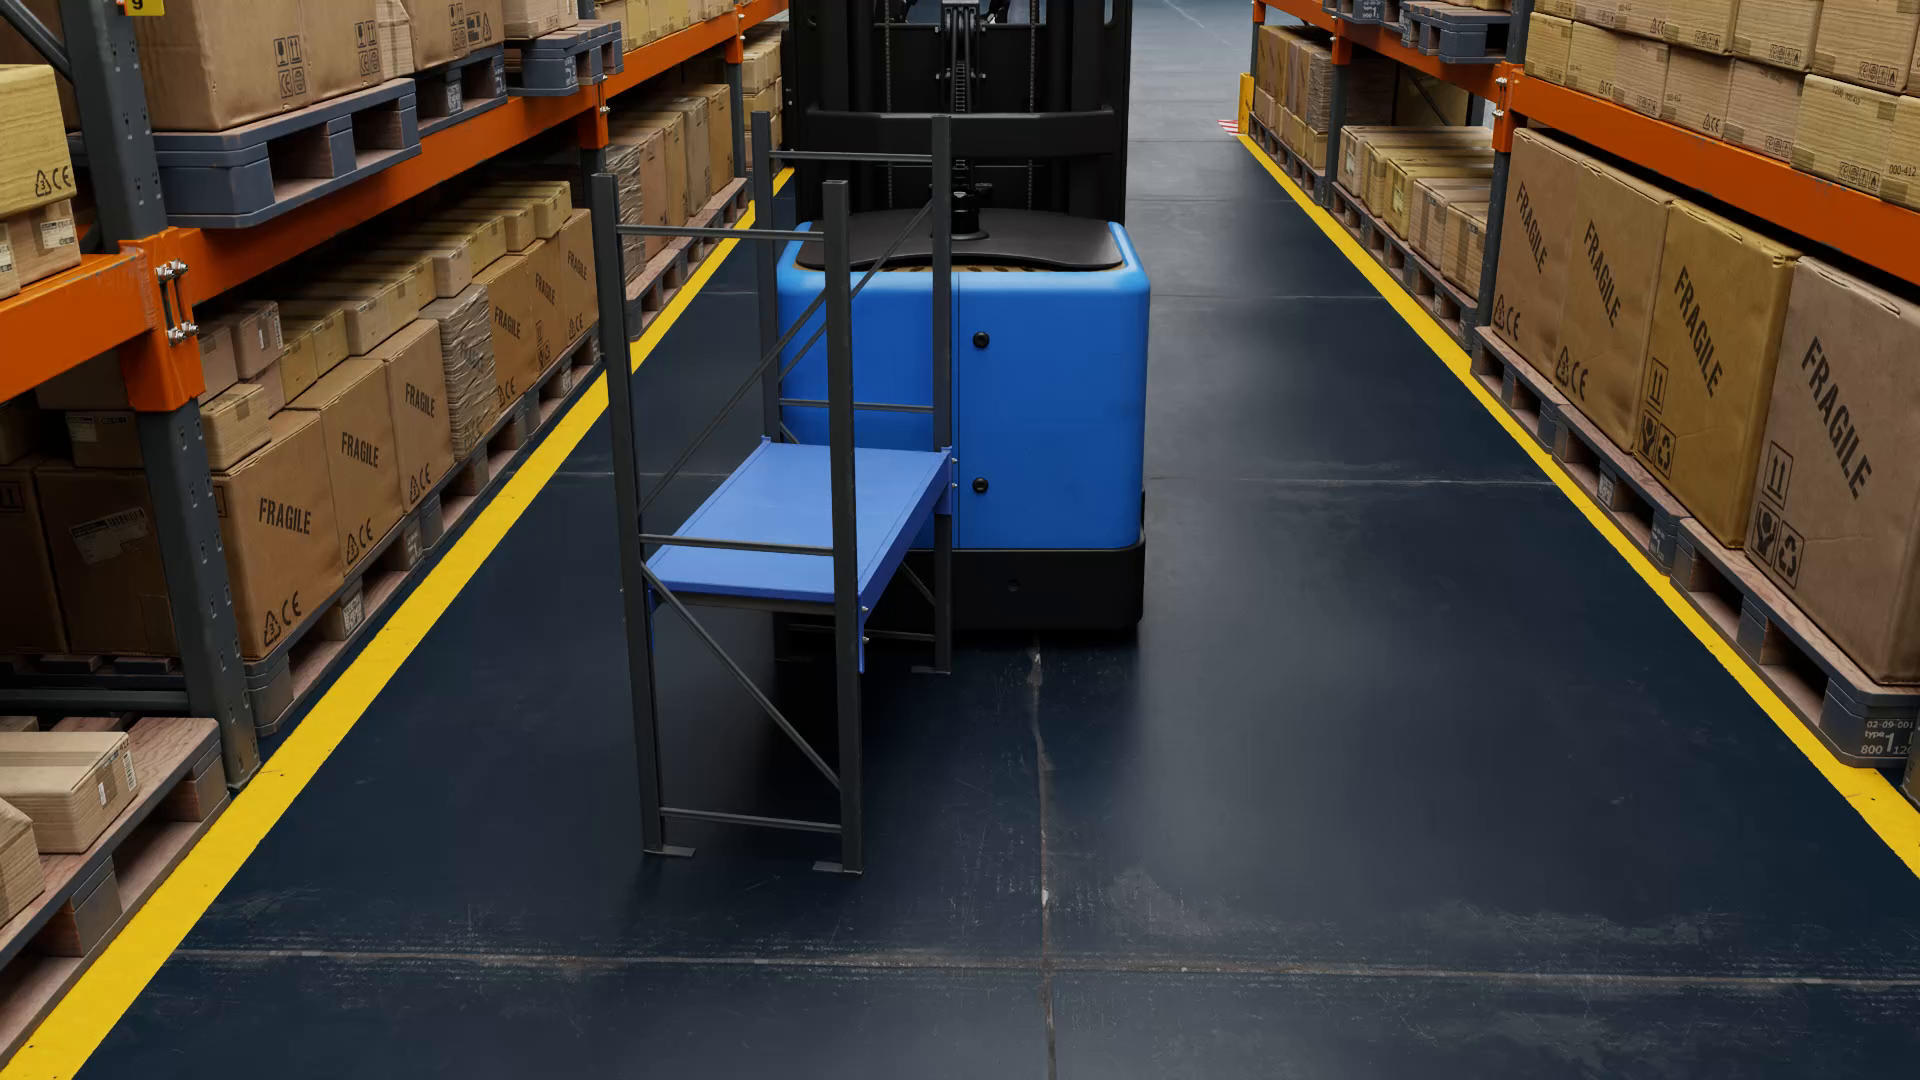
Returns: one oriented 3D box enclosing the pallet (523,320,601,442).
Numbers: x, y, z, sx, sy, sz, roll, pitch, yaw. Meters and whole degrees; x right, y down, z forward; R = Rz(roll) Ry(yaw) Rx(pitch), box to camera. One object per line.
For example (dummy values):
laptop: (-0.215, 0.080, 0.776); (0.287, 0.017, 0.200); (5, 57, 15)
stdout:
pallet: (-2.156, -0.699, 7.039); (1.003, 0.211, 1.213); (1, 21, 2)

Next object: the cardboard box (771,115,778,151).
cardboard box: (-1.628, -2.984, 12.293); (0.500, 0.250, 0.500); (0, 21, 0)

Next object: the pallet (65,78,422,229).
pallet: (-2.083, -1.021, 4.278); (1.003, 0.211, 1.213); (1, 21, 2)

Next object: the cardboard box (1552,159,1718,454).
cardboard box: (2.731, -0.849, 5.928); (0.875, 0.875, 0.875); (1, 21, 2)

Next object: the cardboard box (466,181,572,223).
cardboard box: (-1.857, -1.420, 7.020); (0.380, 0.149, 0.250); (0, 21, -1)

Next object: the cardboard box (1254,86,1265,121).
cardboard box: (2.809, -3.733, 14.224); (0.500, 0.250, 0.500); (0, 21, 1)

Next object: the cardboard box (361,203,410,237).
cardboard box: (-2.385, -1.230, 6.530); (0.380, 0.149, 0.250); (1, 21, 2)

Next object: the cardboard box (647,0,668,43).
cardboard box: (-1.808, -2.725, 8.611); (0.500, 0.250, 0.500); (0, 21, 0)

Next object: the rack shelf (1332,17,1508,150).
rack shelf: (2.927, -2.603, 9.086); (1.077, 0.370, 4.000); (1, 21, 2)

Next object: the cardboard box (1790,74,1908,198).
cardboard box: (2.523, -1.048, 4.291); (0.500, 0.250, 0.500); (0, 21, 1)

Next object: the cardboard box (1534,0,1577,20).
cardboard box: (2.604, -2.198, 6.563); (0.500, 0.250, 0.500); (0, 21, 1)

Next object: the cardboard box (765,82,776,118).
cardboard box: (-1.637, -3.215, 12.199); (0.500, 0.250, 0.500); (1, 21, 1)

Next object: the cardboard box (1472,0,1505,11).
cardboard box: (2.577, -2.513, 7.625); (0.380, 0.149, 0.250); (1, 21, 2)

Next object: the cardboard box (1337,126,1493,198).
cardboard box: (2.975, -2.443, 10.730); (0.950, 0.372, 0.625); (1, 21, 2)

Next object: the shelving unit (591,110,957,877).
shelving unit: (-0.364, -0.166, 3.884); (0.538, 1.500, 1.048); (4, 22, 10)

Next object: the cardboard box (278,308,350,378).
cardboard box: (-2.018, -0.575, 4.843); (0.380, 0.149, 0.250); (0, 21, 1)

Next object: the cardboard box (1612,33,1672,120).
cardboard box: (2.580, -1.596, 5.702); (0.500, 0.250, 0.500); (1, 21, 3)

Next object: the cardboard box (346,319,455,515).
cardboard box: (-1.951, -0.398, 5.284); (0.500, 0.500, 0.500); (0, 21, 0)

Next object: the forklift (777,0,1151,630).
forklift: (0.002, -1.594, 5.586); (1.130, 2.935, 3.031); (0, 21, 0)

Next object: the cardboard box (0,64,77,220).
cardboard box: (-1.988, -0.704, 2.993); (0.500, 0.250, 0.500); (1, 21, 3)

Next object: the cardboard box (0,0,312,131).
cardboard box: (-1.978, -1.237, 3.852); (0.700, 0.500, 0.500); (1, 21, 3)

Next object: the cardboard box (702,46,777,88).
cardboard box: (-1.619, -3.451, 12.115); (0.500, 0.250, 0.500); (1, 21, 2)

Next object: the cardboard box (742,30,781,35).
cardboard box: (-1.569, -4.004, 13.540); (0.500, 0.250, 0.500); (1, 21, 2)

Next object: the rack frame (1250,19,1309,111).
rack frame: (3.110, -5.108, 14.546); (1.000, 3.000, 0.127); (1, 21, 2)

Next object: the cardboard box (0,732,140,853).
cardboard box: (-1.940, 0.516, 3.414); (0.380, 0.149, 0.250); (0, 21, 0)

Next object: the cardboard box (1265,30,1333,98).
cardboard box: (2.797, -3.885, 13.579); (0.500, 0.500, 0.500); (0, 21, 0)

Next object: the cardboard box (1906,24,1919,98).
cardboard box: (2.515, -1.094, 3.719); (0.500, 0.250, 0.500); (1, 21, 2)

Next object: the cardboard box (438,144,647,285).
cardboard box: (-2.062, -1.583, 8.163); (0.875, 0.625, 0.625); (1, 21, 3)

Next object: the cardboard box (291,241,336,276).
cardboard box: (-2.408, -0.948, 5.804); (0.380, 0.149, 0.250); (1, 21, 2)

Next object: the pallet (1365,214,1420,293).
pallet: (2.932, -1.638, 9.458); (1.003, 0.211, 1.213); (1, 21, 2)

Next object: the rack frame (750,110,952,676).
rack frame: (-0.270, -0.347, 4.350); (0.500, 1.500, 0.032); (4, 22, 10)

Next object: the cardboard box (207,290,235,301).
cardboard box: (-2.449, -0.666, 5.078); (0.380, 0.149, 0.250); (1, 21, 3)

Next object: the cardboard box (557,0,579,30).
cardboard box: (-1.732, -2.106, 6.575); (0.380, 0.149, 0.250); (1, 21, 3)

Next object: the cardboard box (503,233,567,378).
cardboard box: (-1.919, -0.963, 6.739); (0.500, 0.500, 0.500); (0, 21, 1)

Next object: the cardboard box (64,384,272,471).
cardboard box: (-1.940, -0.282, 4.087); (0.380, 0.149, 0.250); (2, 21, 4)

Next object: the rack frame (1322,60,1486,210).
rack frame: (2.988, -3.662, 10.819); (1.000, 3.000, 0.127); (1, 21, 2)

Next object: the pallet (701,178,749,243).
pallet: (-1.957, -2.148, 10.773); (1.003, 0.211, 1.213); (1, 21, 2)

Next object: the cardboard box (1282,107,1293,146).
cardboard box: (2.764, -3.169, 12.769); (0.500, 0.250, 0.500); (1, 21, 2)

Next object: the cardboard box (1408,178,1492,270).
cardboard box: (2.908, -1.657, 8.705); (0.950, 0.372, 0.625); (0, 21, 1)

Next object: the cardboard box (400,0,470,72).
cardboard box: (-1.939, -1.708, 5.066); (0.700, 0.500, 0.500); (1, 21, 1)

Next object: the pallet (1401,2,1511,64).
pallet: (2.782, -2.385, 7.793); (1.213, 0.211, 1.003); (1, 21, 2)

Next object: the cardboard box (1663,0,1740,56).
cardboard box: (2.531, -1.648, 5.145); (0.500, 0.250, 0.500); (1, 21, 3)

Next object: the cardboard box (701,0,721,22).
cardboard box: (-1.737, -3.278, 10.038); (0.500, 0.250, 0.500); (1, 21, 1)

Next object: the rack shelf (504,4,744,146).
rack shelf: (-2.034, -2.656, 9.223); (1.077, 0.370, 4.000); (1, 21, 2)

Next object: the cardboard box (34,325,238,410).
cardboard box: (-2.001, -0.421, 4.035); (0.380, 0.149, 0.250); (0, 21, 1)

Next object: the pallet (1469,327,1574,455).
pallet: (2.767, -0.631, 6.864); (1.003, 0.211, 1.213); (1, 21, 2)

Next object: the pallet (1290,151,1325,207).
pallet: (2.973, -2.605, 11.950); (1.003, 0.211, 1.213); (1, 21, 2)

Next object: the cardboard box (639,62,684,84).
cardboard box: (-2.152, -3.275, 11.661); (0.500, 0.250, 0.500); (1, 21, 3)

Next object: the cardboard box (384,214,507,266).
cardboard box: (-1.940, -1.131, 6.276); (0.380, 0.149, 0.250); (1, 21, 3)

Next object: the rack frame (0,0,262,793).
rack frame: (-2.217, -0.822, 3.502); (1.000, 3.000, 0.127); (1, 21, 2)

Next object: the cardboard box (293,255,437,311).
cardboard box: (-1.984, -0.853, 5.558); (0.380, 0.149, 0.250); (1, 21, 2)

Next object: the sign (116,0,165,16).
sign: (-1.674, -1.223, 3.337); (0.100, 0.325, 0.005); (1, 21, 2)

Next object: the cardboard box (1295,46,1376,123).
cardboard box: (2.751, -3.326, 12.138); (0.500, 0.500, 0.500); (1, 21, 3)

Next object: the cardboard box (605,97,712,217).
cardboard box: (-2.009, -2.334, 10.101); (0.875, 0.625, 0.625); (0, 21, 1)

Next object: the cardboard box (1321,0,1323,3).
cardboard box: (2.694, -3.754, 11.405); (0.380, 0.149, 0.250); (1, 21, 3)
